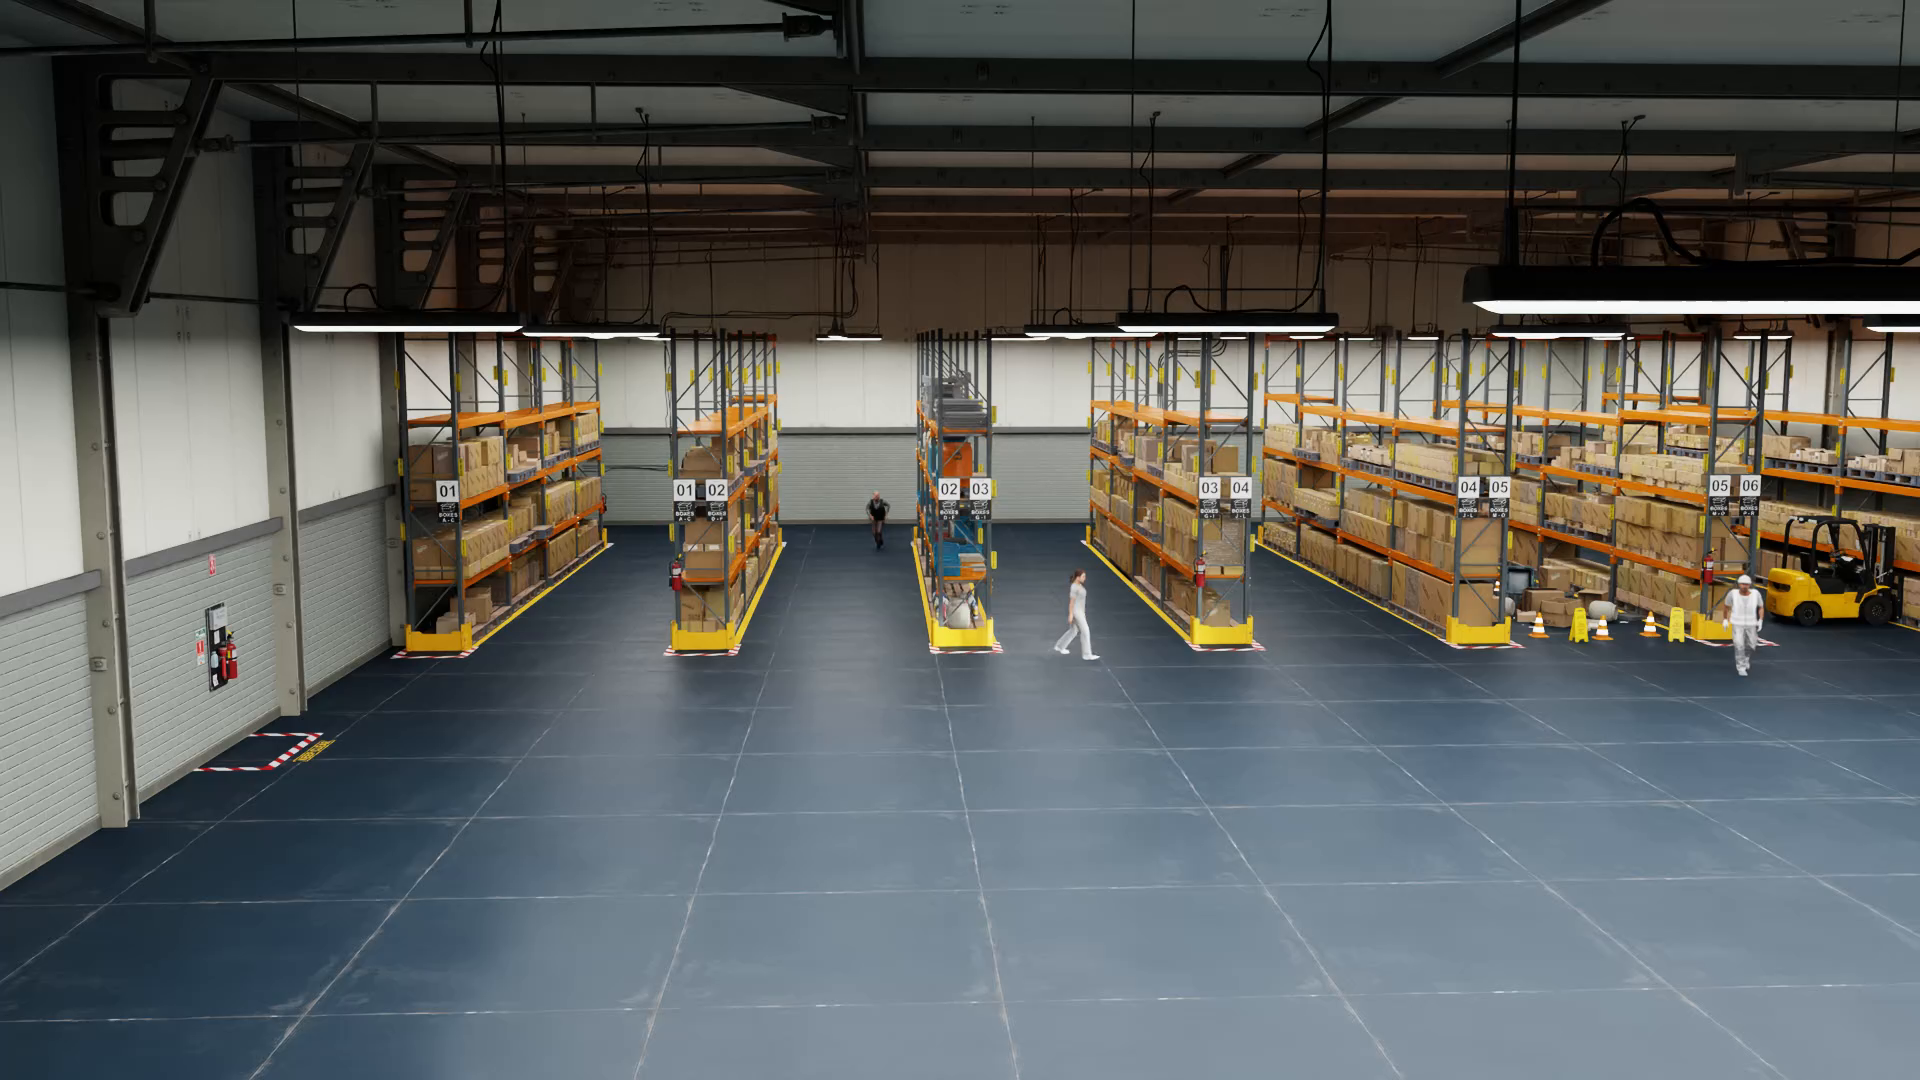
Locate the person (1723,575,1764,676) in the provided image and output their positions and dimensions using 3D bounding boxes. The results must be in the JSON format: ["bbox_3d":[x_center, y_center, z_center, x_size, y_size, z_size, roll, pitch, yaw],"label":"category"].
[{"bbox_3d":[13.614,1.450,28.951,0.617,1.754,0.731,2,7,13],"label":"person"}]

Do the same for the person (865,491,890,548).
[{"bbox_3d":[-2.294,-0.572,46.591,0.667,1.626,0.718,1,7,9],"label":"person"}]

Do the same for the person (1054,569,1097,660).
[{"bbox_3d":[2.118,1.334,30.388,0.882,1.640,0.454,2,7,16],"label":"person"}]
